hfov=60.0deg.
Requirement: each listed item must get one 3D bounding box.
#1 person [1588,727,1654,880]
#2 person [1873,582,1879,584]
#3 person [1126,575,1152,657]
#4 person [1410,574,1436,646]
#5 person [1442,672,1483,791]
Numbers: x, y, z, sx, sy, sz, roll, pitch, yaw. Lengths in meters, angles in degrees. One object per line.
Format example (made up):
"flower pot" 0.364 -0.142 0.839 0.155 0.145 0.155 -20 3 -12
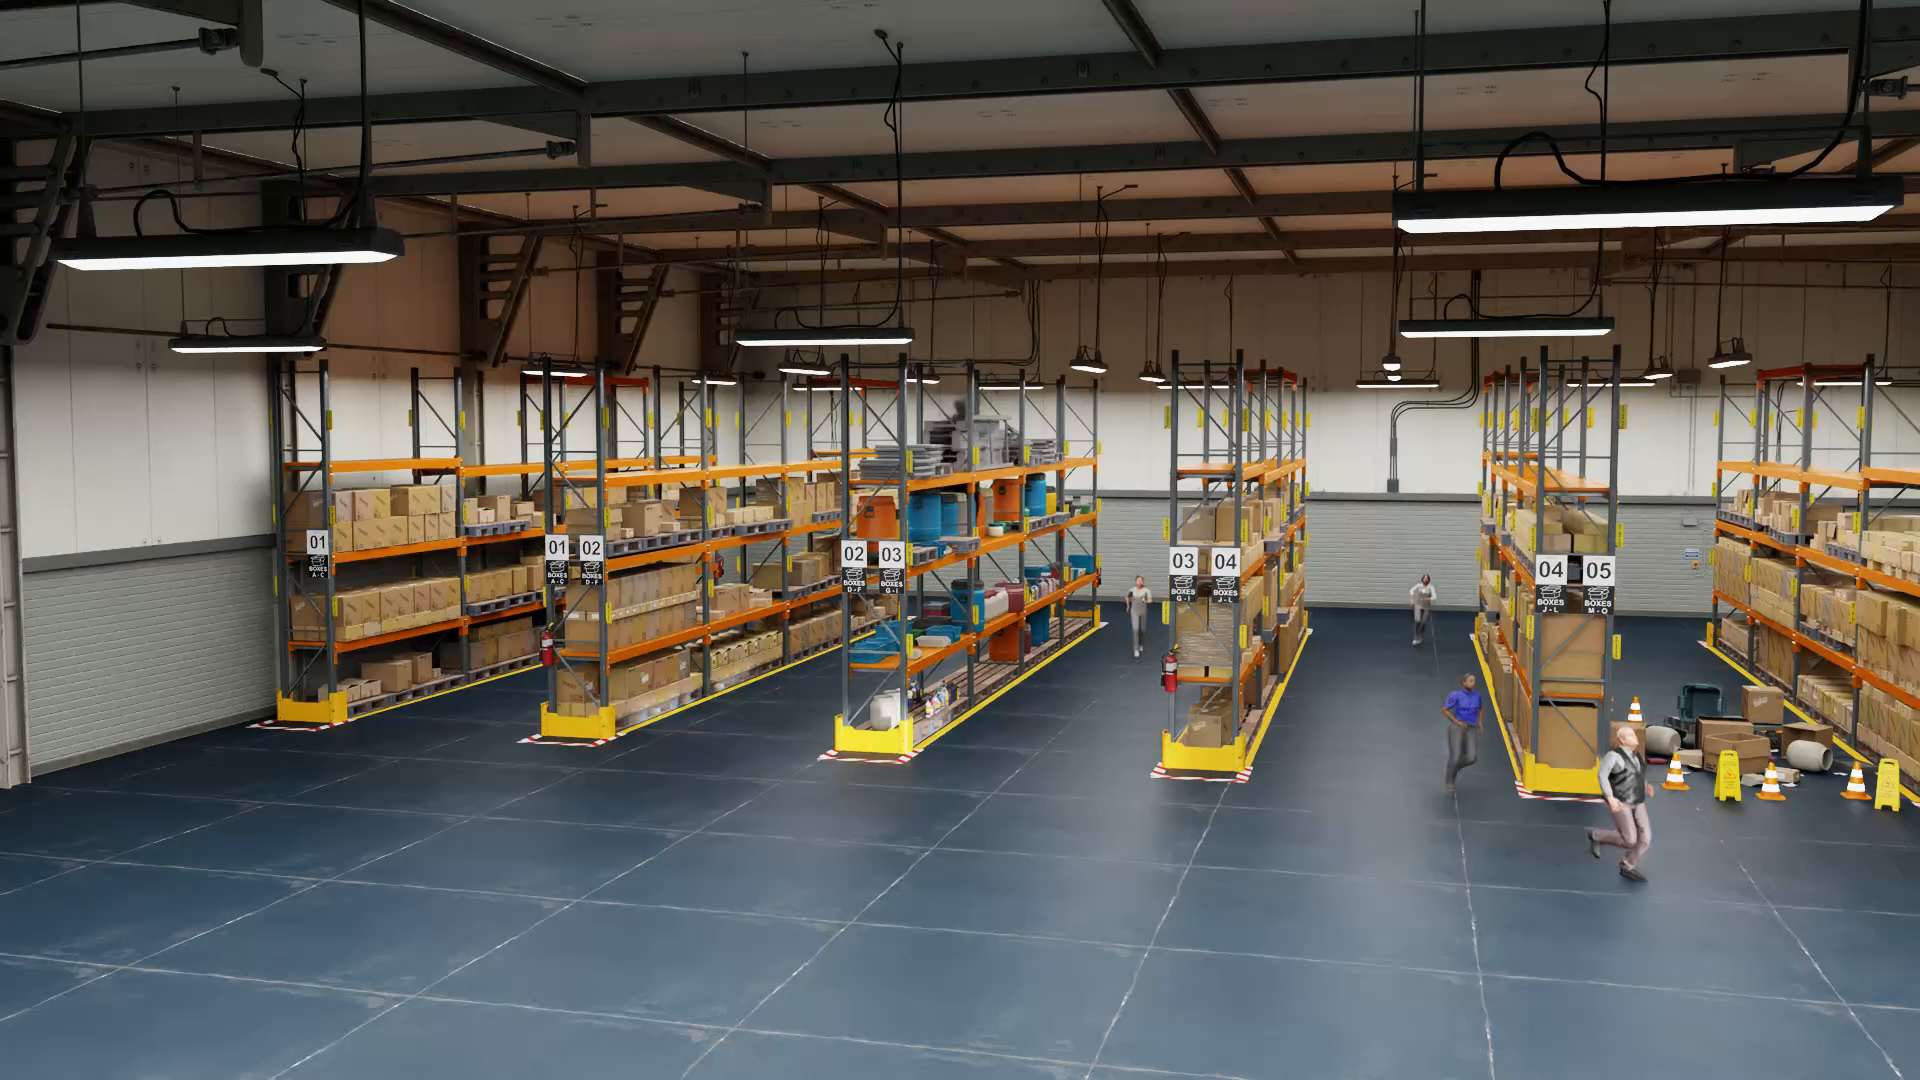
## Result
"person" 7.265 2.864 18.226 0.662 1.660 0.627 -2 5 -31
"person" 18.177 1.740 32.983 0.642 1.811 0.824 0 4 0
"person" 3.820 1.596 35.478 0.550 1.693 0.904 0 4 1
"person" 10.311 1.554 37.030 0.552 1.628 0.622 1 4 11
"person" 6.852 2.594 22.548 0.675 1.600 0.512 -1 4 -12
